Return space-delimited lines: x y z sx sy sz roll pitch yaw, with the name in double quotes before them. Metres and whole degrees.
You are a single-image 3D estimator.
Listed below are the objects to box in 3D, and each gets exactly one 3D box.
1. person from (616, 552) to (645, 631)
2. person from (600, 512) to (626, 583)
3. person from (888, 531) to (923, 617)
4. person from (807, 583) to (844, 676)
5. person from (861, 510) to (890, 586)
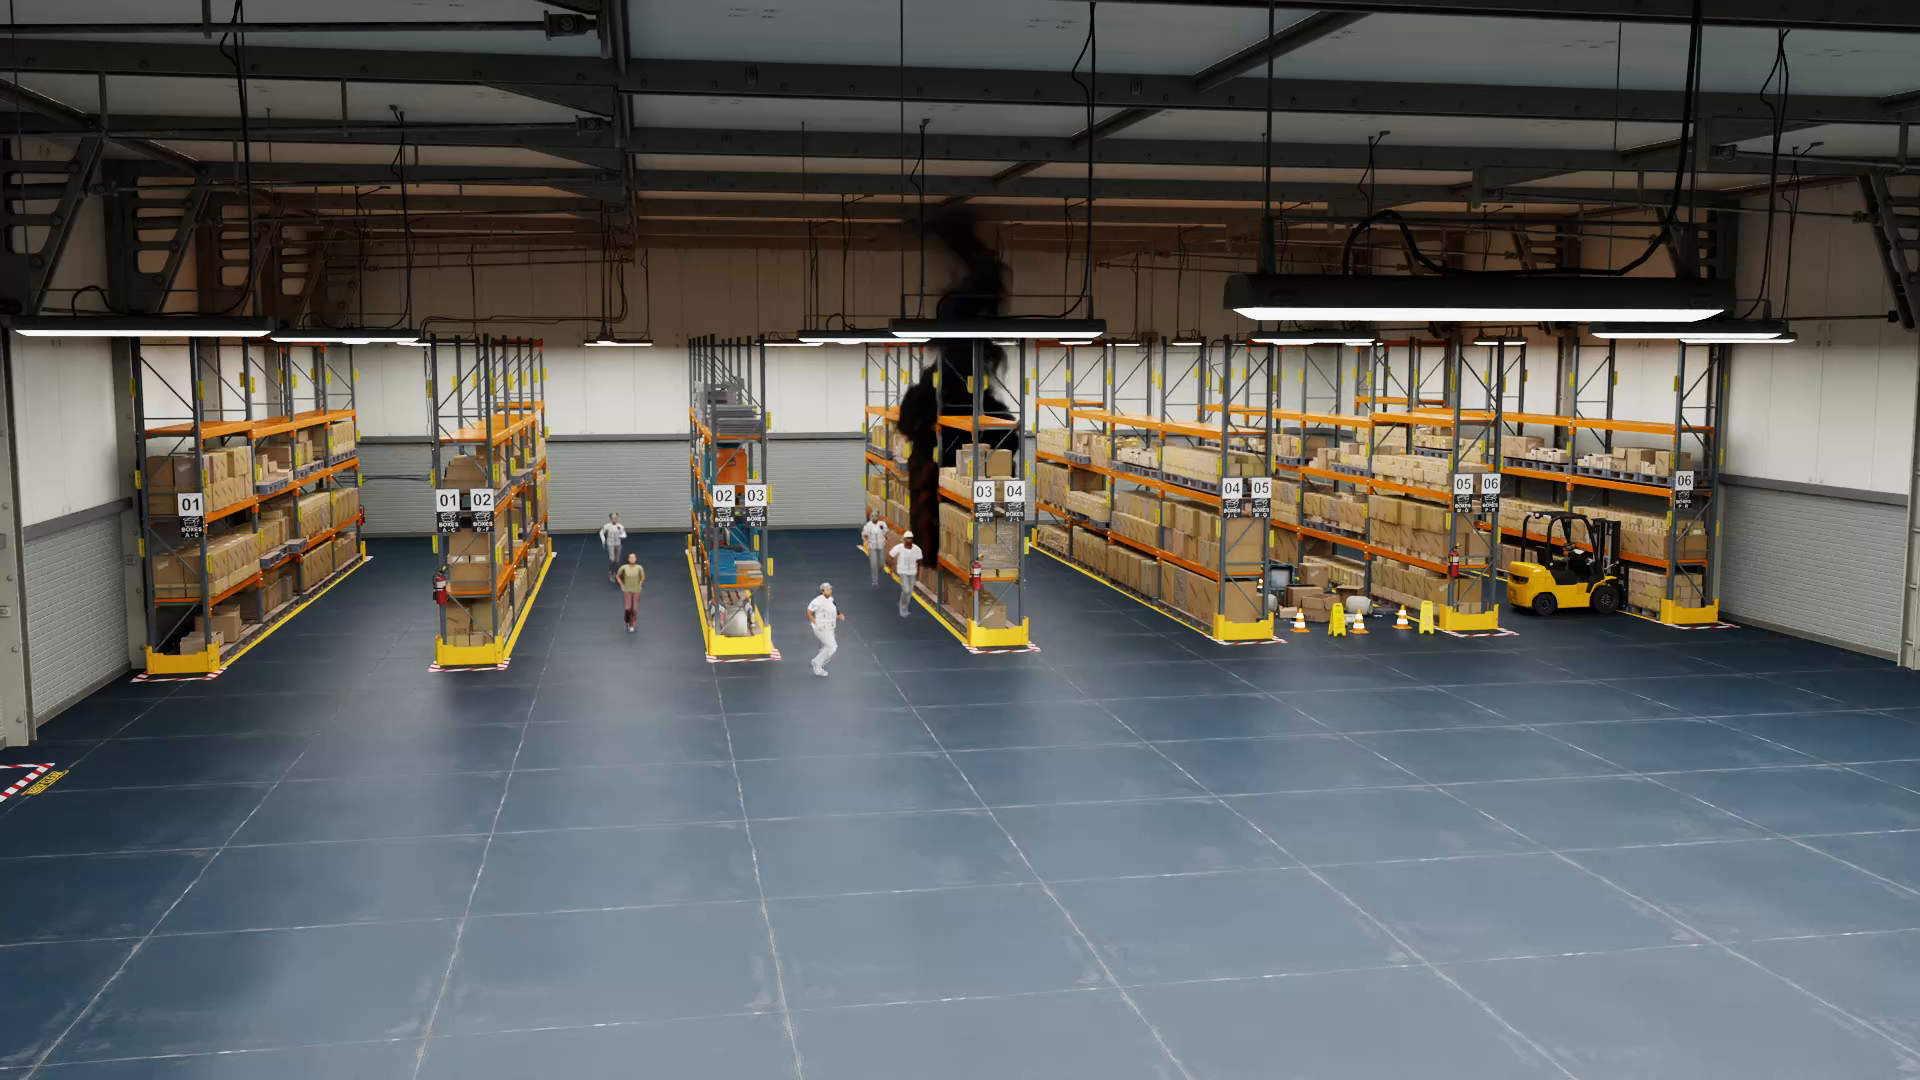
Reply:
"person" -6.636 1.054 33.624 0.555 1.628 0.556 -2 7 -20
"person" -8.546 0.182 41.098 0.576 1.749 0.718 -3 7 -26
"person" -1.069 0.702 33.851 0.680 1.771 0.719 -3 7 -22
"person" -2.335 1.562 29.248 0.592 1.633 0.586 3 7 25
"person" -1.938 0.176 38.414 0.661 1.767 0.510 -1 7 -9
